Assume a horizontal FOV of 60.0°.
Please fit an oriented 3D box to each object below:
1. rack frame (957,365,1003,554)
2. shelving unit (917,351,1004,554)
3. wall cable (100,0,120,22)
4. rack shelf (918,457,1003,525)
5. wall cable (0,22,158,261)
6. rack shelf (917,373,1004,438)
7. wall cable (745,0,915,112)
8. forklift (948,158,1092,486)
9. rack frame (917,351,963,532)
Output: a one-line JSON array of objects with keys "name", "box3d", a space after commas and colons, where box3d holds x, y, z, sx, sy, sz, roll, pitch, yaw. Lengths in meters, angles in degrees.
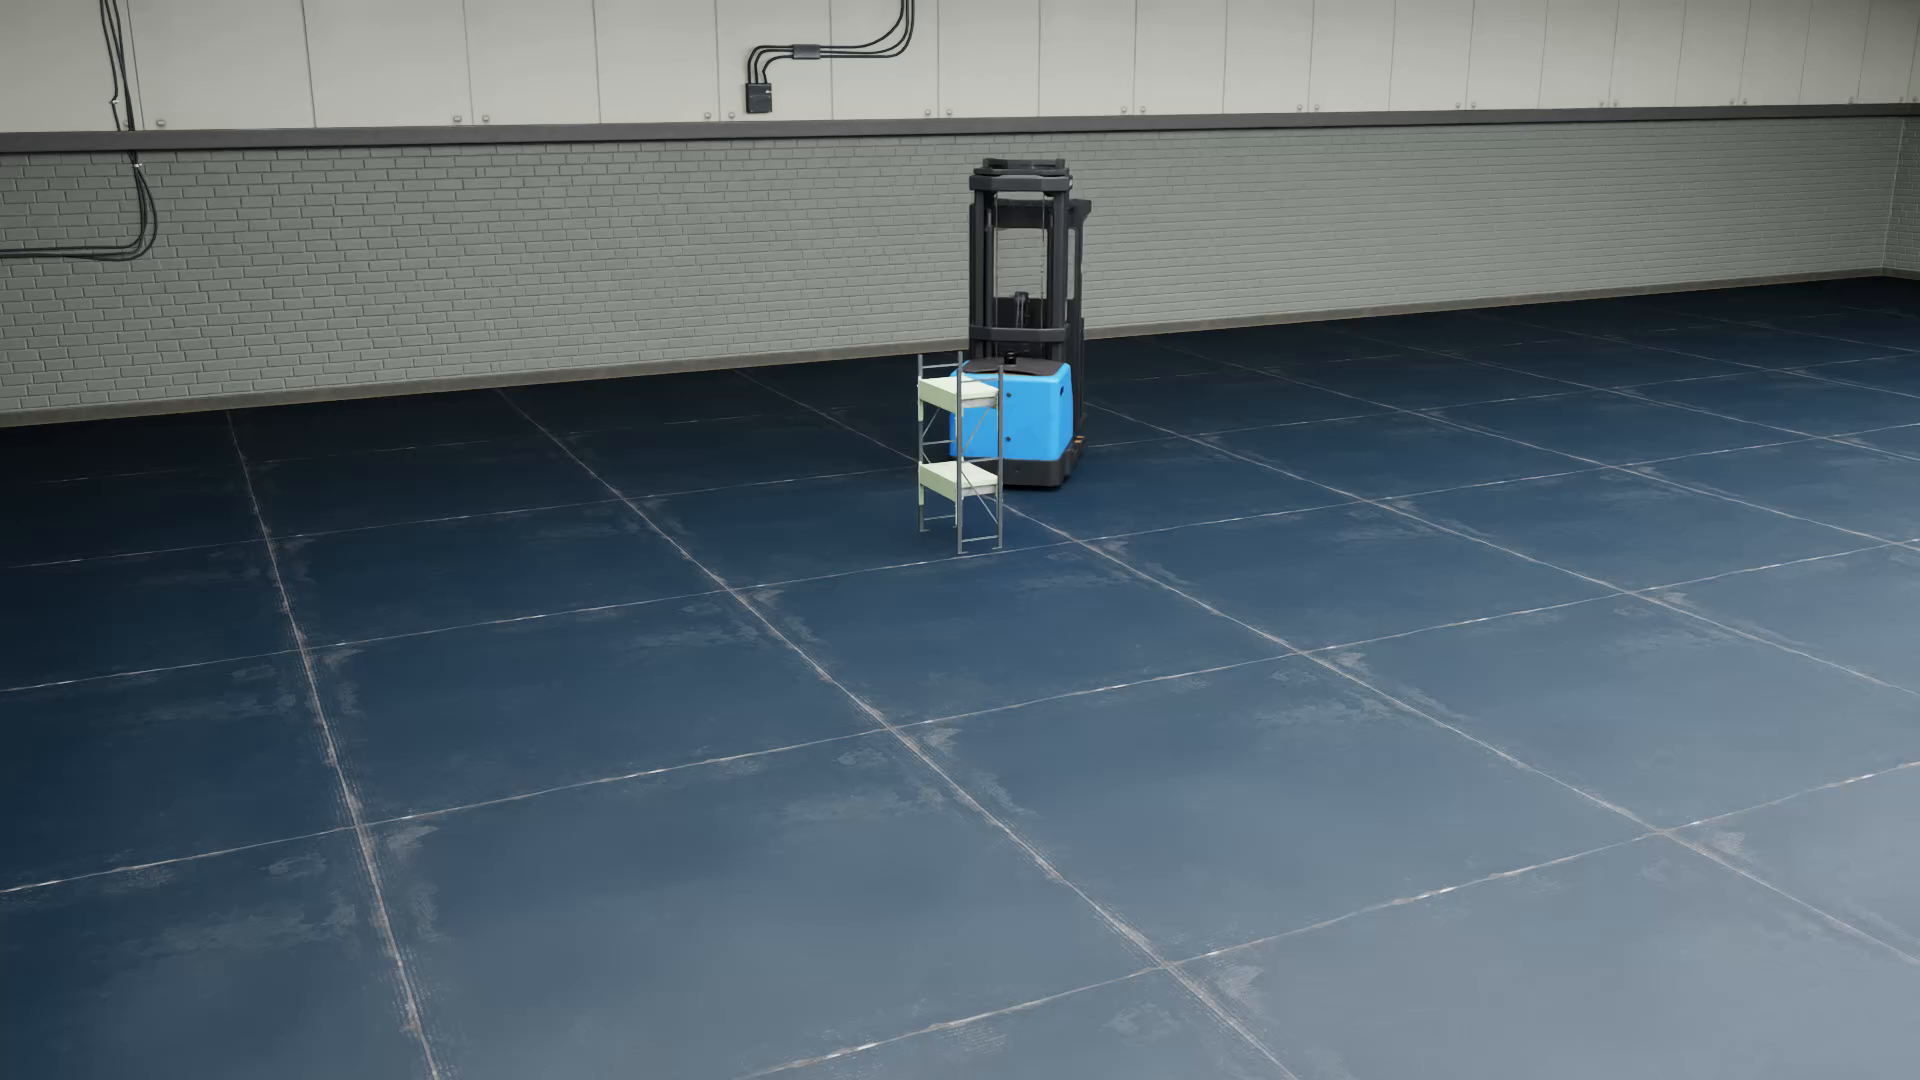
[{"name": "rack frame", "box3d": [0.157, -0.632, 13.233, 0.400, 1.500, 0.023, -8, 18, -25]}, {"name": "shelving unit", "box3d": [-0.003, -0.723, 13.550, 0.431, 1.500, 0.755, -8, 18, -25]}, {"name": "wall cable", "box3d": [-7.708, -6.828, 17.704, 3.097, 2.526, 0.112, -8, 18, -25]}, {"name": "rack shelf", "box3d": [-0.003, -0.409, 13.639, 0.431, 0.370, 0.720, -8, 18, -25]}, {"name": "wall cable", "box3d": [-10.140, -4.074, 17.261, 3.097, 2.526, 0.112, -8, 18, -25]}, {"name": "rack shelf", "box3d": [-0.003, -1.098, 13.442, 0.431, 0.370, 0.720, -8, 18, -25]}, {"name": "wall cable", "box3d": [-1.599, -8.344, 20.348, 2.305, 6.003, 0.169, -8, 18, -25]}, {"name": "forklift", "box3d": [0.678, -2.261, 16.317, 1.130, 2.935, 3.031, 3, 16, 11]}, {"name": "rack frame", "box3d": [-0.163, -0.813, 13.866, 0.400, 1.500, 0.023, -8, 18, -25]}]
